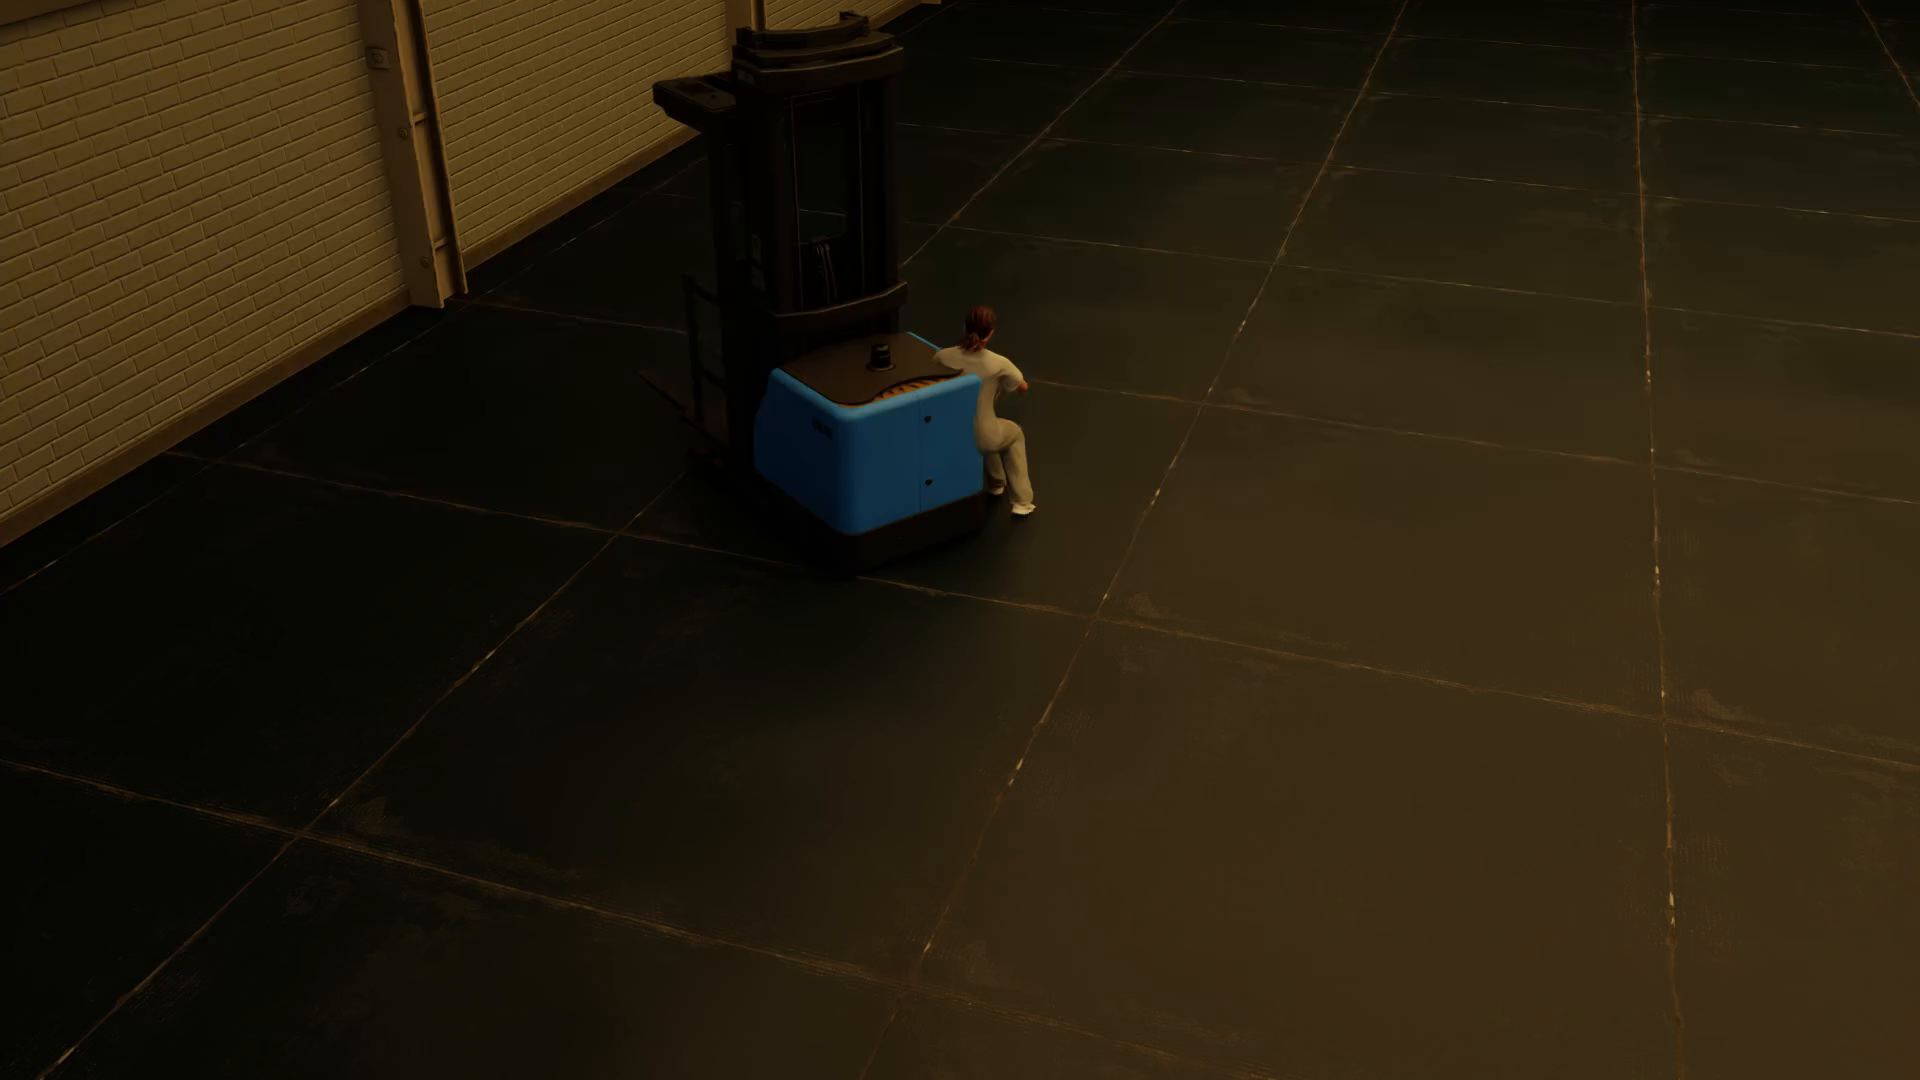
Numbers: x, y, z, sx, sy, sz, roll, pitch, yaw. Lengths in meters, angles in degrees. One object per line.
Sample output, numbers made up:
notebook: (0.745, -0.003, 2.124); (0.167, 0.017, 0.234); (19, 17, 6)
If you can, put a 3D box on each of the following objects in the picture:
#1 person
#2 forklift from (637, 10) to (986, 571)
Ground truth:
person: (0.138, -0.801, 10.147); (0.677, 1.468, 0.881); (6, 30, 11)
forklift: (-1.118, -1.765, 10.233); (1.130, 2.935, 3.031); (-20, 35, -31)
